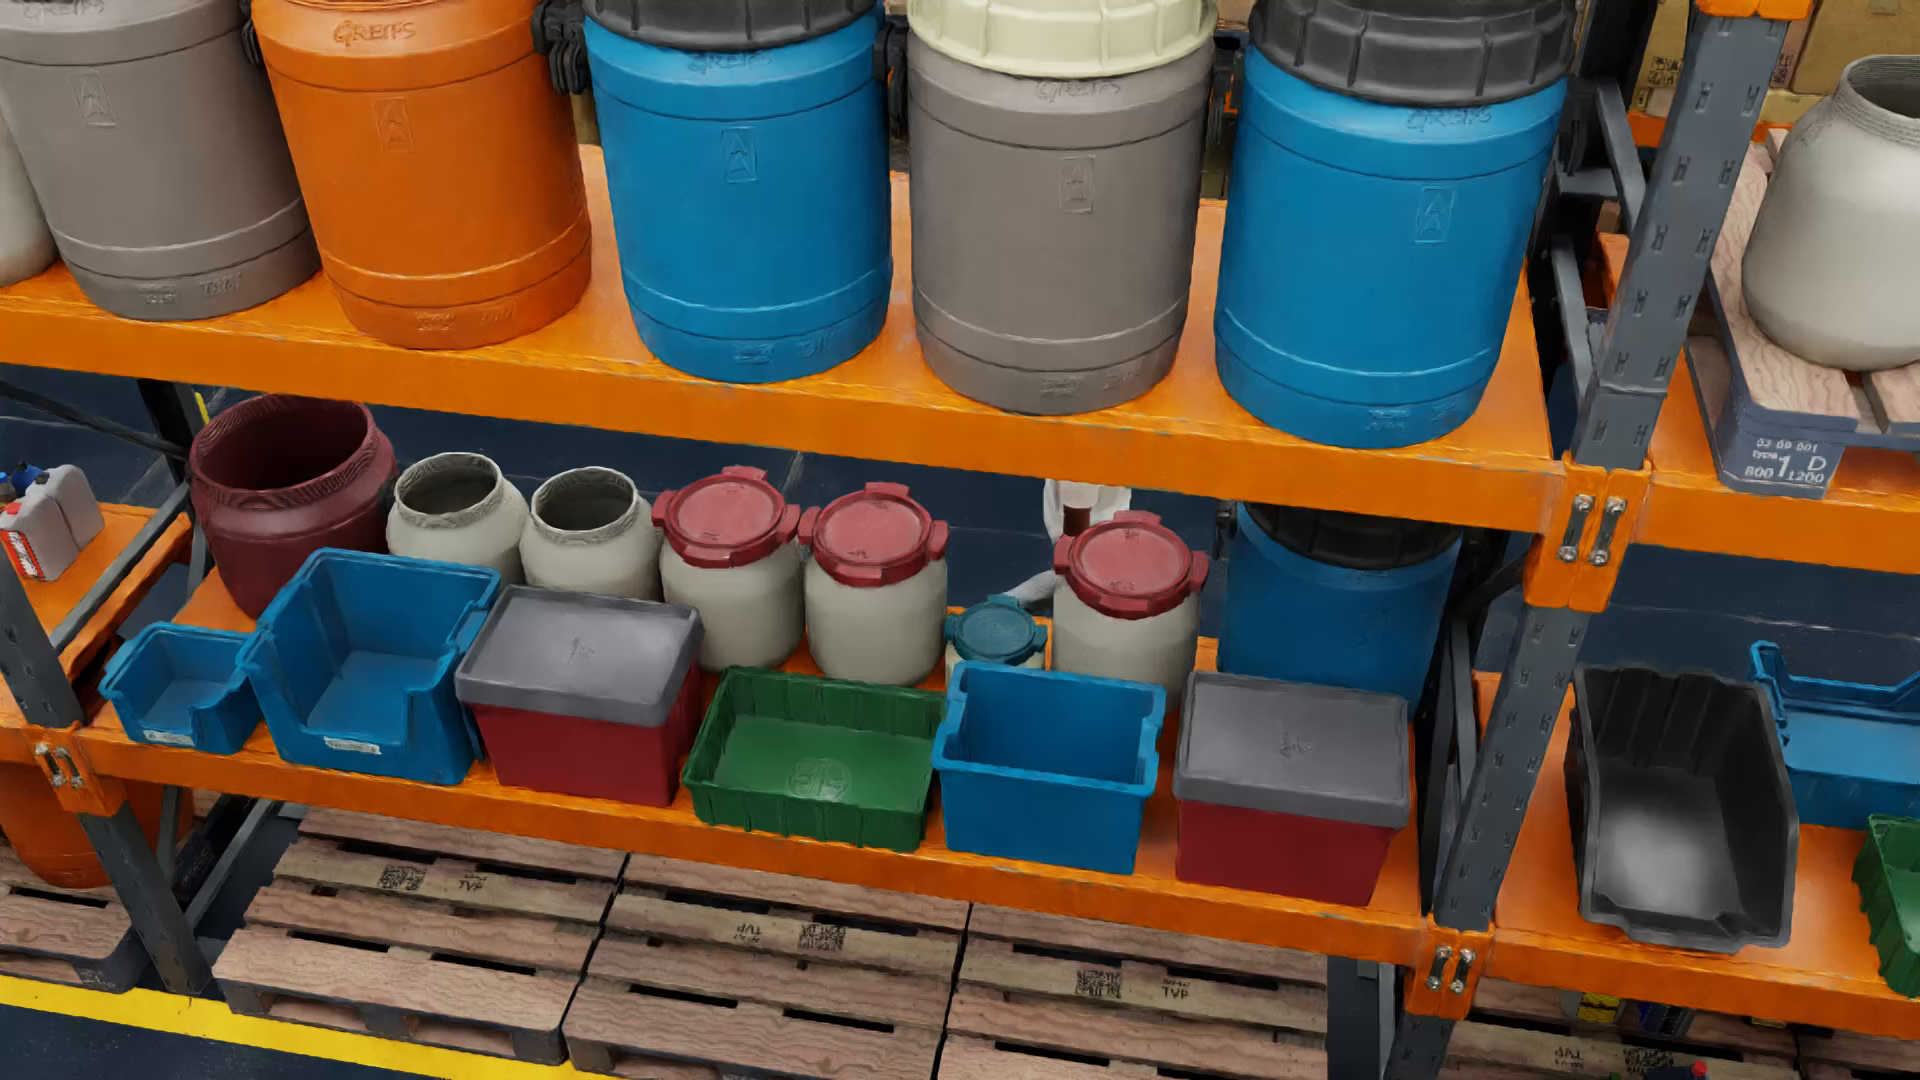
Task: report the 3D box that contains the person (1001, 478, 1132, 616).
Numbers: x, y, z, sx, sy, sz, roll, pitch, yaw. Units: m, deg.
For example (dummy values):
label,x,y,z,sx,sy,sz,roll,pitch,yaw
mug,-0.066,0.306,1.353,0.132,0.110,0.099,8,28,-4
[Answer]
label,x,y,z,sx,sy,sz,roll,pitch,yaw
person,0.448,-0.070,6.221,0.817,1.748,0.588,-4,40,-4
